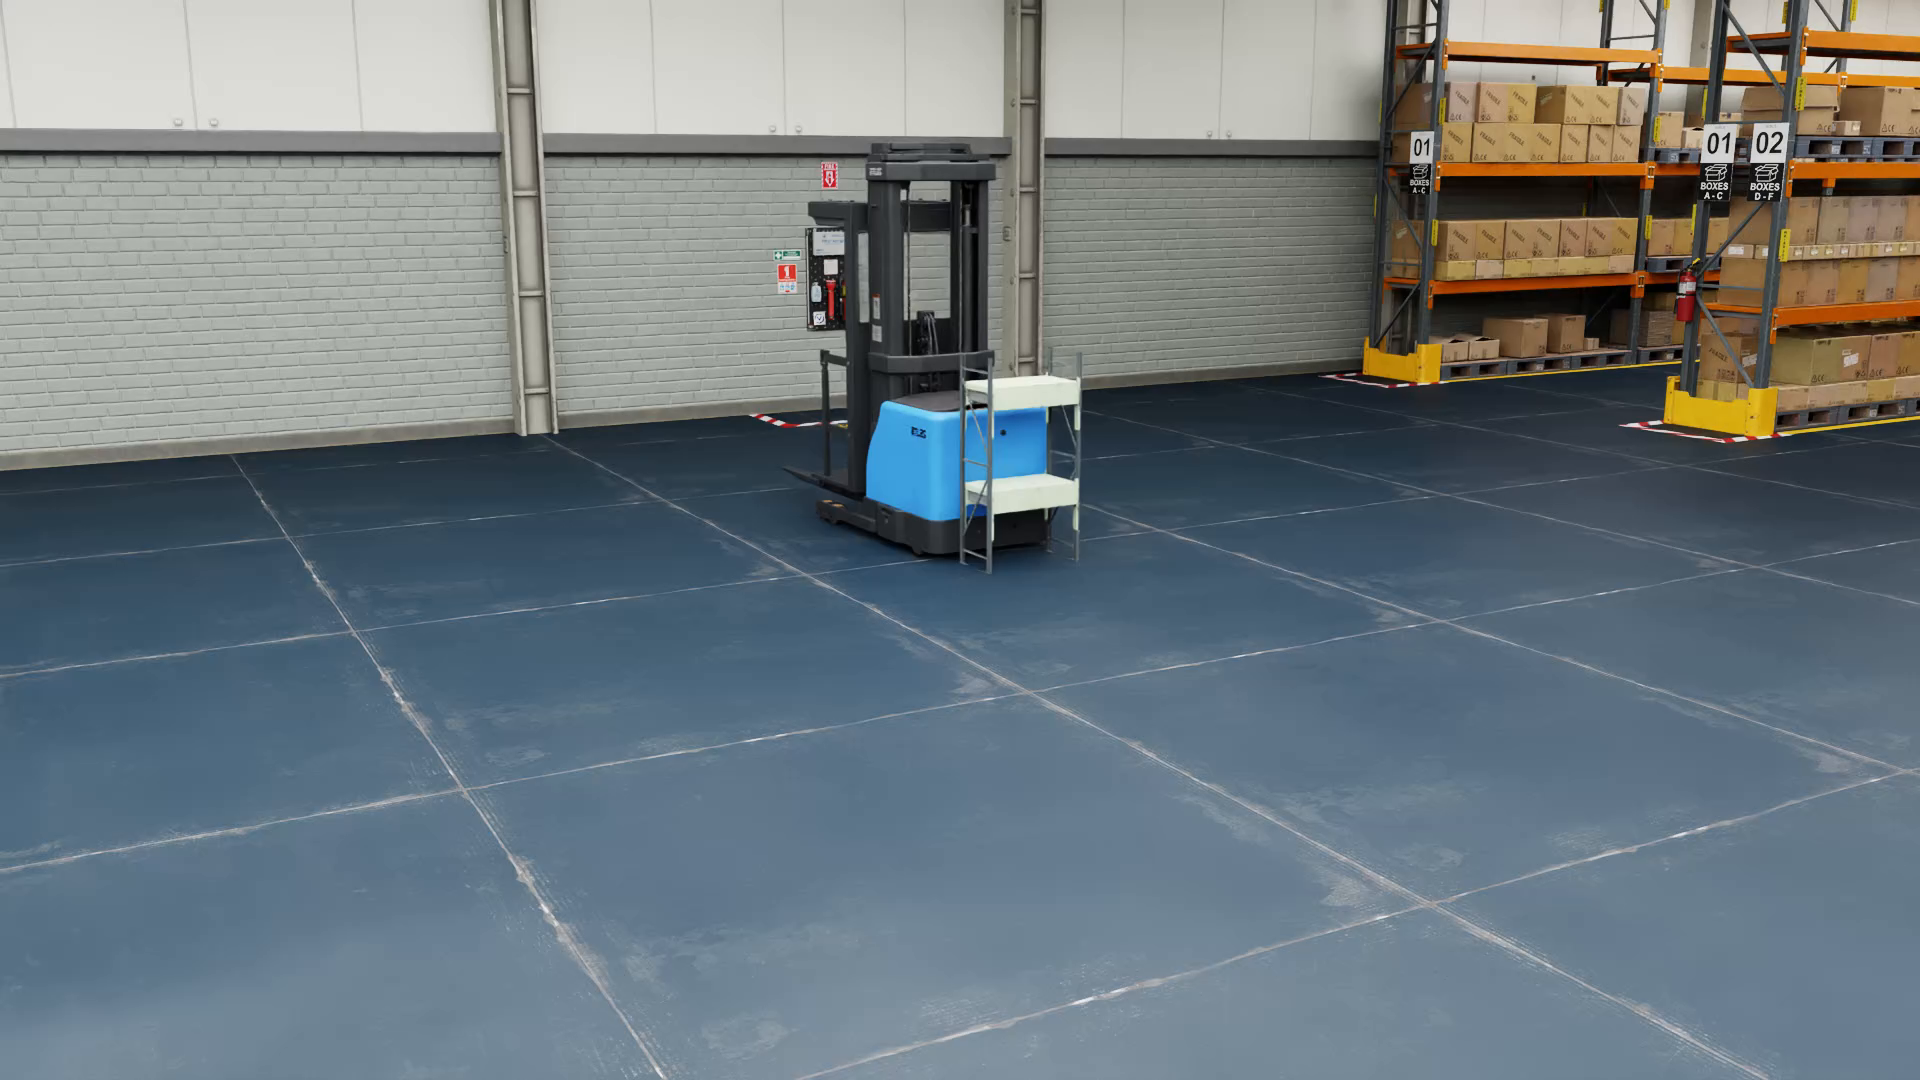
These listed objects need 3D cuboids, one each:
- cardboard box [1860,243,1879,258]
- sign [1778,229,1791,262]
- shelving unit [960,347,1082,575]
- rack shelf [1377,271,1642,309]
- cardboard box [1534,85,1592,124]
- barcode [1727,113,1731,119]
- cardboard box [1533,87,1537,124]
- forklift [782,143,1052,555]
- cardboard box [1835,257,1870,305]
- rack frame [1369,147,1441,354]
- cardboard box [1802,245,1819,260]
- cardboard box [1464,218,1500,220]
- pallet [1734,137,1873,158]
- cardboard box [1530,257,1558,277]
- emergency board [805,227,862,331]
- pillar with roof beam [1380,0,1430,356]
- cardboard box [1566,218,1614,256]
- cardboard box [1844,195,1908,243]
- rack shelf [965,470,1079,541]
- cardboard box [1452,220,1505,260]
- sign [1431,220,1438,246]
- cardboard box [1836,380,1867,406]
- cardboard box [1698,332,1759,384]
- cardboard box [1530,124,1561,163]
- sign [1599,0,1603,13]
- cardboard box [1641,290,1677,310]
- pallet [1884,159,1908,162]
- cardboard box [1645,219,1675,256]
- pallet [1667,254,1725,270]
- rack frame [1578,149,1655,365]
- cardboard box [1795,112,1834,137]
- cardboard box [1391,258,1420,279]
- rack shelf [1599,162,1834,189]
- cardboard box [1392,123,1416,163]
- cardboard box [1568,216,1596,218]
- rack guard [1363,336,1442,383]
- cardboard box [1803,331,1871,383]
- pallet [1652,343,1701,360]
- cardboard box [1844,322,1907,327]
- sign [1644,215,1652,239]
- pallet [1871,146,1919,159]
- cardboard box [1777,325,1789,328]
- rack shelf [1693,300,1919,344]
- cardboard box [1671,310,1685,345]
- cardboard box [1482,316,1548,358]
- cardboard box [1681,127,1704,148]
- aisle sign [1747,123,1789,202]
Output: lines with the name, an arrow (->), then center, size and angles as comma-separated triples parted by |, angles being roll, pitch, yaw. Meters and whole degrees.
cardboard box -> 9.783, -3.175, 18.178 | 0.250, 0.149, 0.380 | -7, 14, -29
sign -> 8.466, -3.027, 17.076 | 0.005, 0.325, 0.100 | -7, 14, -28
shelving unit -> 0.425, -0.570, 11.727 | 0.755, 1.500, 0.431 | -7, 15, -30
rack shelf -> 7.584, -3.487, 22.912 | 4.000, 0.370, 1.077 | -7, 14, -28
cardboard box -> 8.100, -5.837, 22.331 | 0.500, 0.500, 0.500 | -7, 15, -30
barcode -> 8.239, -4.545, 17.819 | 0.075, 0.075, 0.001 | -7, 14, -28
cardboard box -> 7.444, -5.892, 22.575 | 0.500, 0.500, 0.500 | -7, 14, -28
forklift -> -0.498, -1.596, 13.026 | 1.130, 2.935, 3.031 | -7, 15, -29
cardboard box -> 9.519, -2.876, 18.331 | 0.500, 0.500, 0.700 | -7, 14, -27
rack frame -> 5.829, -3.628, 21.898 | 0.127, 3.000, 1.000 | -7, 14, -28
cardboard box -> 8.884, -3.067, 17.700 | 0.250, 0.149, 0.380 | -7, 15, -29
cardboard box -> 7.039, -4.127, 22.704 | 0.500, 0.500, 0.500 | -7, 15, -29
pallet -> 8.838, -4.163, 17.646 | 1.213, 0.211, 1.003 | -7, 14, -28
cardboard box -> 7.753, -3.717, 22.591 | 0.500, 0.250, 0.500 | -7, 14, -27
emergency board -> -1.425, -2.984, 19.038 | 0.643, 1.169, 0.194 | -7, 14, -28
pillar with roof beam -> 8.091, -5.965, 18.620 | 0.400, 9.000, 9.100 | -7, 14, -28
cardboard box -> 8.637, -4.188, 22.975 | 0.500, 0.500, 0.500 | -7, 14, -28
cardboard box -> 10.008, -3.570, 18.457 | 0.500, 0.500, 0.700 | -7, 14, -28
rack shelf -> 0.425, -0.252, 11.799 | 0.720, 0.370, 0.431 | -7, 15, -30
cardboard box -> 6.830, -3.973, 22.018 | 0.500, 0.500, 0.500 | -7, 14, -28
sign -> 6.089, -3.946, 21.338 | 0.005, 0.325, 0.100 | -7, 14, -28
cardboard box -> 9.659, -1.656, 18.444 | 0.500, 0.250, 0.500 | -7, 14, -28
cardboard box -> 8.534, -2.017, 18.336 | 0.500, 0.500, 0.500 | -7, 14, -28
cardboard box -> 7.644, -5.302, 22.233 | 0.500, 0.500, 0.500 | -6, 14, -24
sign -> 9.069, -7.615, 23.461 | 0.005, 0.325, 0.100 | -7, 14, -28
cardboard box -> 10.363, -3.537, 24.478 | 0.500, 0.250, 0.500 | -7, 15, -29
pallet -> 15.580, -6.154, 26.728 | 1.217, 0.209, 0.805 | -8, 15, -30
cardboard box -> 9.803, -4.359, 23.917 | 0.500, 0.500, 0.700 | -7, 14, -28
pallet -> 11.133, -4.160, 24.698 | 1.213, 0.211, 1.003 | -7, 14, -28
rack frame -> 9.340, -4.049, 23.767 | 0.127, 3.000, 1.000 | -7, 14, -28
cardboard box -> 9.090, -4.509, 18.047 | 0.500, 0.250, 0.500 | -7, 14, -28
cardboard box -> 6.146, -3.651, 22.296 | 0.500, 0.250, 0.500 | -7, 14, -27
rack shelf -> 11.095, -5.372, 24.452 | 4.000, 0.370, 1.077 | -7, 14, -28
cardboard box -> 6.074, -5.243, 21.967 | 0.500, 0.500, 0.500 | -6, 14, -24
cardboard box -> 8.827, -4.342, 23.659 | 0.500, 0.500, 0.500 | -7, 15, -29
rack guard -> 5.895, -2.416, 22.208 | 0.348, 0.500, 1.175 | -7, 14, -28
cardboard box -> 9.653, -2.025, 18.371 | 0.500, 0.500, 0.500 | -7, 14, -28
pallet -> 11.094, -2.900, 25.013 | 1.213, 0.211, 1.003 | -7, 14, -28
cardboard box -> 10.724, -2.281, 19.512 | 0.500, 0.500, 0.500 | -7, 14, -28
sign -> 9.606, -4.367, 23.211 | 0.005, 0.325, 0.100 | -7, 14, -28
pallet -> 10.980, -4.420, 18.787 | 1.213, 0.211, 1.003 | -7, 14, -28
cardboard box -> 12.244, -3.379, 25.482 | 0.500, 0.500, 0.700 | -7, 14, -27
rack shelf -> 9.961, -2.533, 18.671 | 4.000, 0.370, 1.077 | -7, 14, -28
cardboard box -> 10.407, -3.189, 24.636 | 0.500, 0.500, 0.700 | -7, 15, -29
cardboard box -> 7.647, -2.806, 22.937 | 0.500, 0.500, 0.700 | -8, 15, -31
cardboard box -> 10.398, -5.780, 23.877 | 0.500, 0.311, 0.500 | -6, 14, -26
aisle sign -> 8.295, -3.876, 17.079 | 0.004, 0.787, 0.394 | -7, 14, -28
